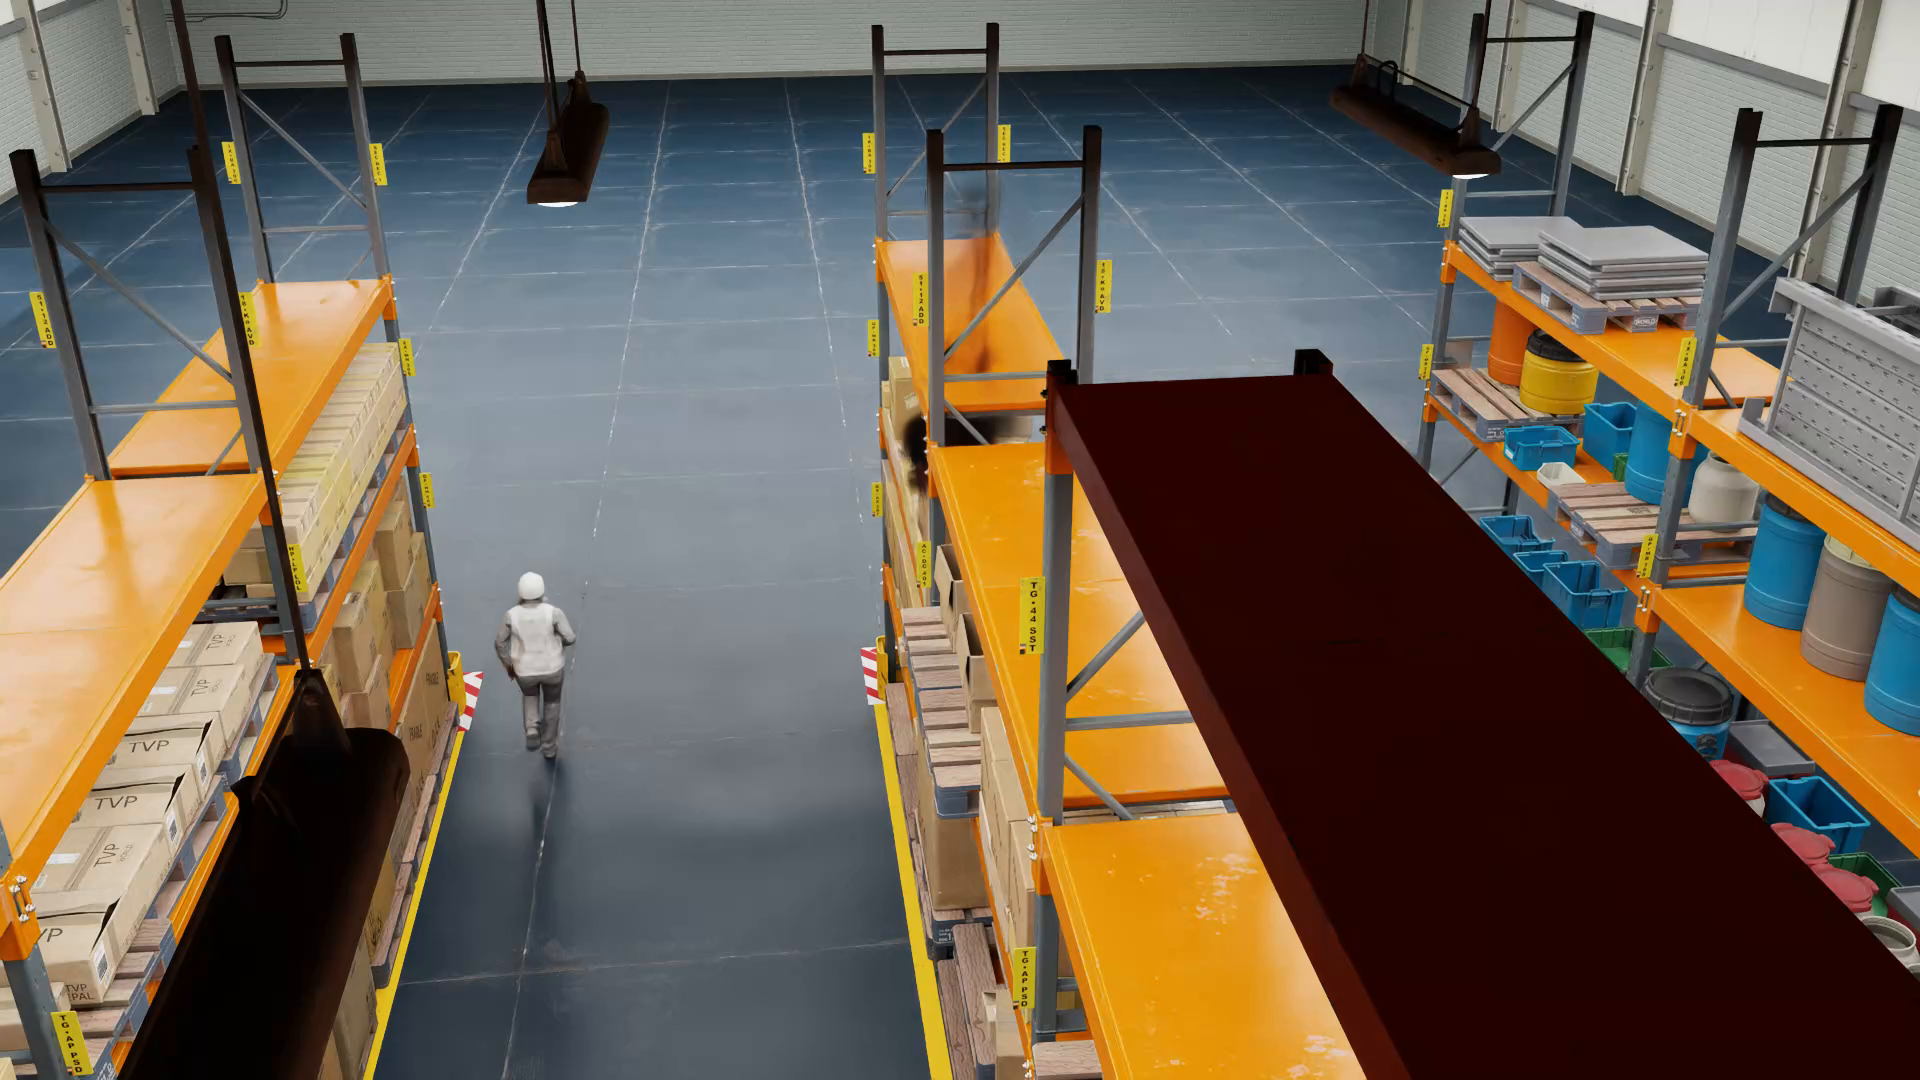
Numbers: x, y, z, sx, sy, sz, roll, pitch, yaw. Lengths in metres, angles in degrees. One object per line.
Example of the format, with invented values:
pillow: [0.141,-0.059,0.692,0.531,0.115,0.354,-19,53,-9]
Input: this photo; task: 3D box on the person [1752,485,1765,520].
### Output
person: [8.777,-0.731,18.051,0.552,1.730,0.696,17,30,31]

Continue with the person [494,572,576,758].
person: [-3.614,1.064,14.281,0.676,1.724,0.597,-4,26,-7]
